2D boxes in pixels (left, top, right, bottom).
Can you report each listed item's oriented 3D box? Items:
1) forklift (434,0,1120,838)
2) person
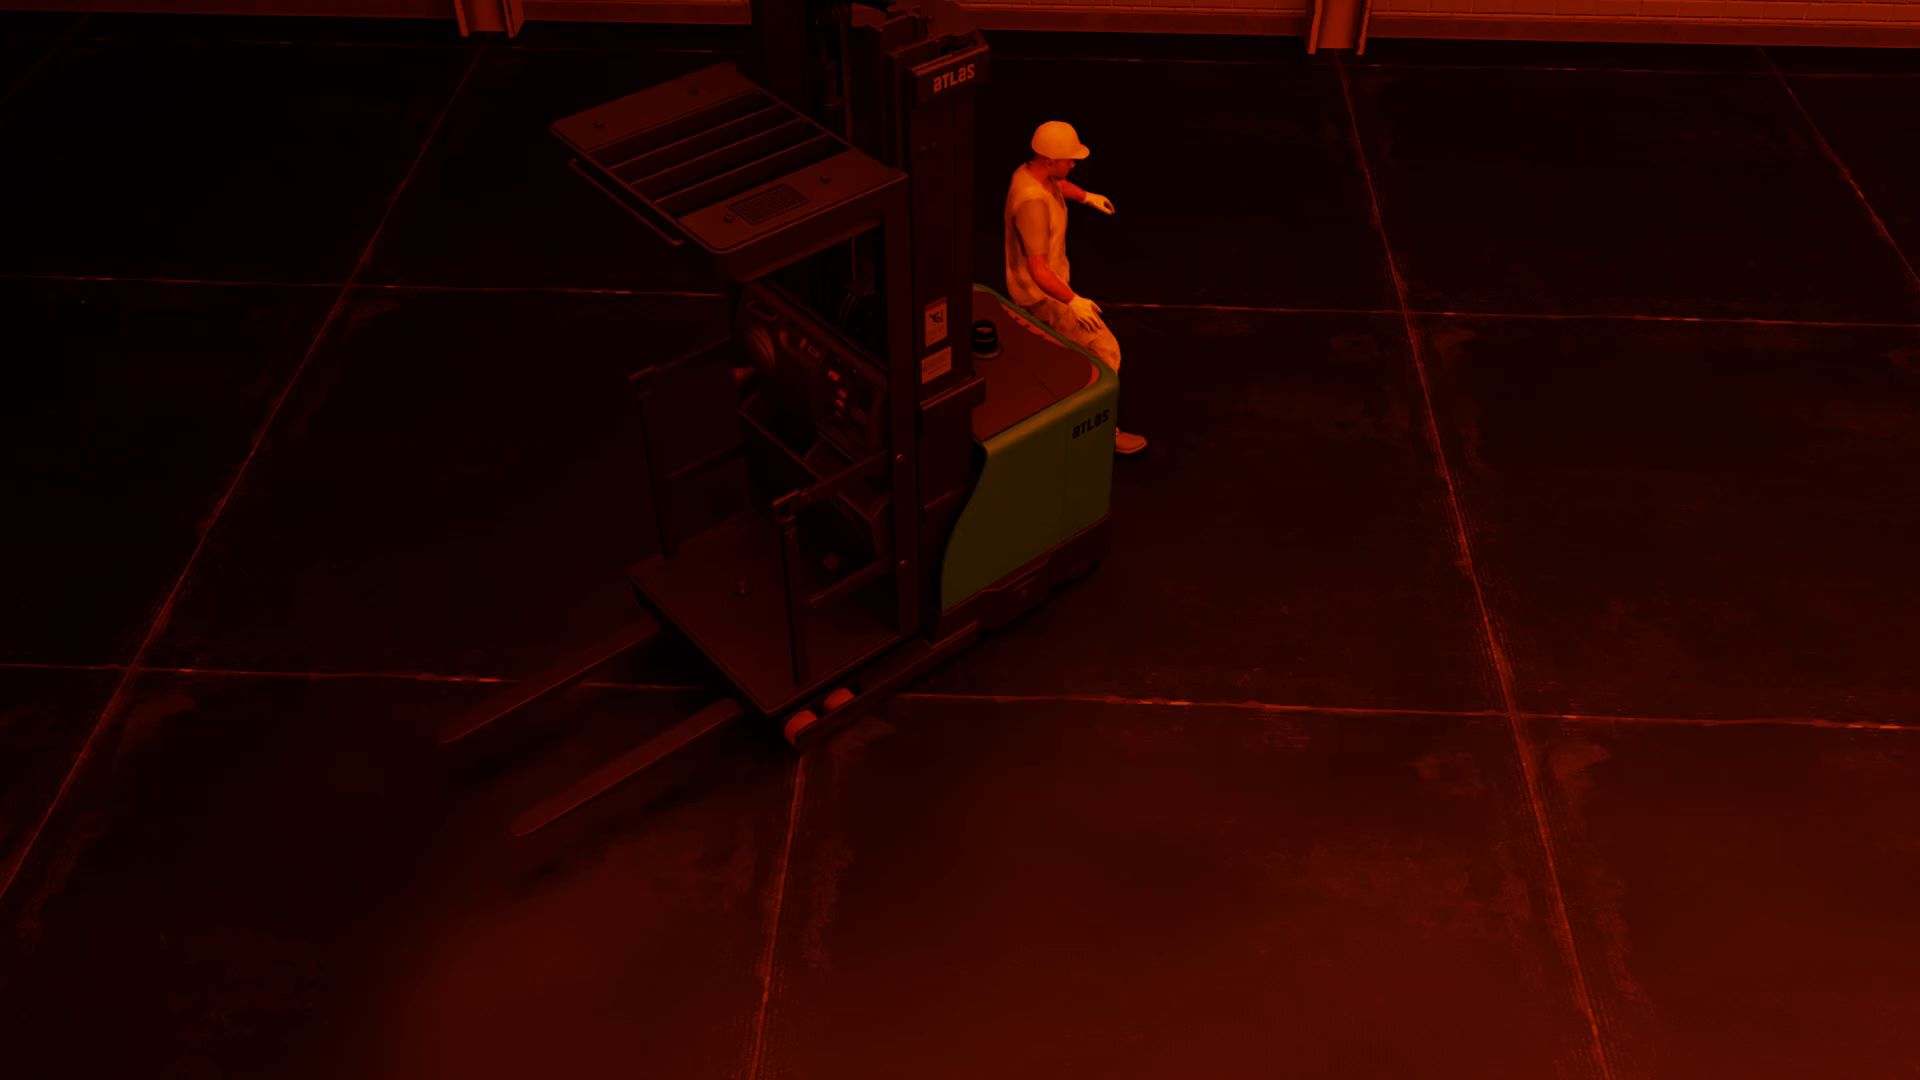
[{"bbox_3d":[-0.754,-0.609,6.409,3.031,2.935,1.130,-29,50,-28],"label":"forklift"},{"bbox_3d":[0.502,-1.333,8.220,0.923,1.628,1.024,2,42,2],"label":"person"}]
